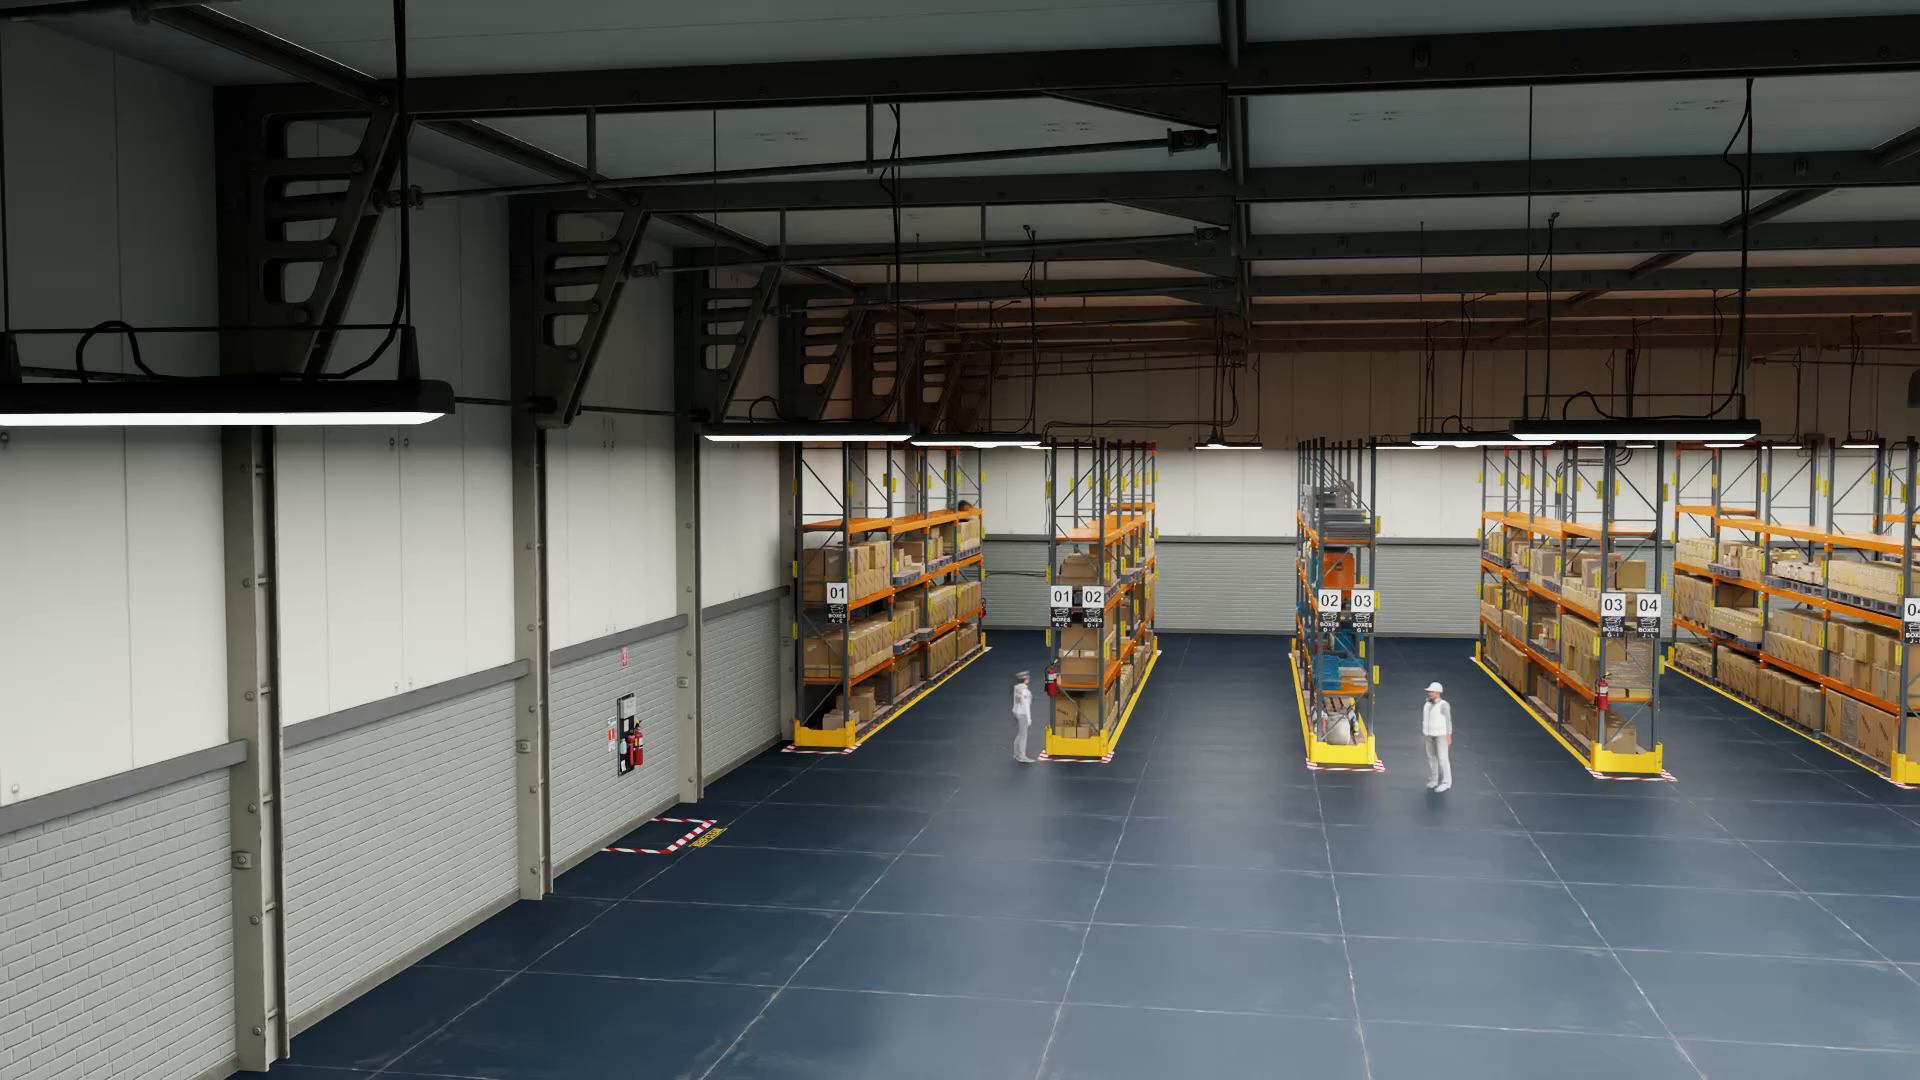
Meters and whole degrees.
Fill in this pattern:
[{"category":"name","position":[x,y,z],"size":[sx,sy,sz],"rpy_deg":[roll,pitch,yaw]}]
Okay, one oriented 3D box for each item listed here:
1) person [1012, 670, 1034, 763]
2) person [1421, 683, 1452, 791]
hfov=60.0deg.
[{"category":"person","position":[1.154,3.296,30.792],"size":[0.337,1.754,0.577],"rpy_deg":[-1,3,-19]},{"category":"person","position":[8.092,3.335,28.335],"size":[0.433,1.784,0.615],"rpy_deg":[-2,4,-37]}]
